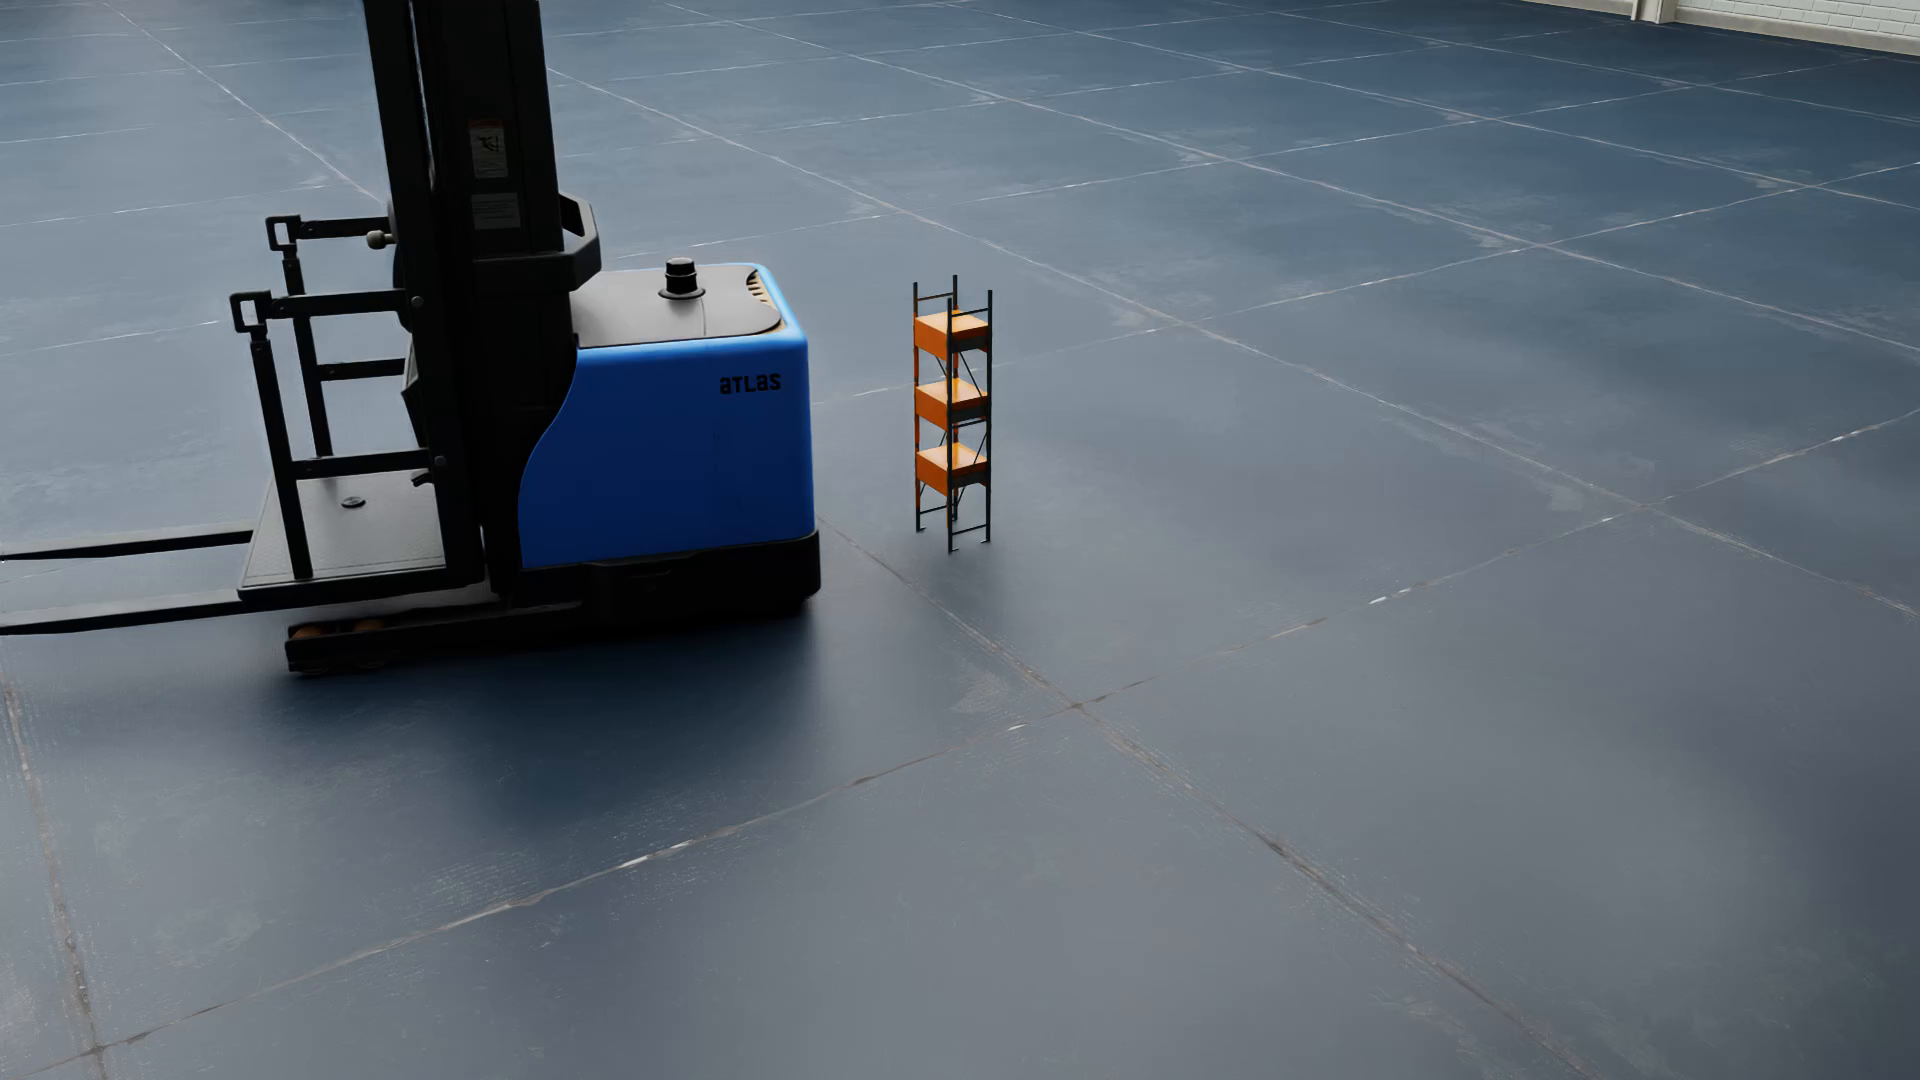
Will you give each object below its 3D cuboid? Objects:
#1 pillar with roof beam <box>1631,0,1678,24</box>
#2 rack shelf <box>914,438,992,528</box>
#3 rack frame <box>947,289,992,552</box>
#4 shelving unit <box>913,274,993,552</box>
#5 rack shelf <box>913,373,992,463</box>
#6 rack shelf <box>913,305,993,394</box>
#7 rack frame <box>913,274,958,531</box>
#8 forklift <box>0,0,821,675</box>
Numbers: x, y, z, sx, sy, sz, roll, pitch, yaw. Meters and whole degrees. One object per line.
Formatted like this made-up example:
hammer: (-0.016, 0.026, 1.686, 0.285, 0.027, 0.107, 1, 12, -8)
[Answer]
pillar with roof beam: (4.704, -9.299, 15.908, 9.100, 9.000, 0.400, -16, 29, -30)
rack shelf: (-0.029, -0.233, 6.690, 0.215, 0.259, 0.240, -16, 29, -30)
rack frame: (0.037, -0.450, 6.474, 0.200, 1.050, 0.008, -16, 29, -30)
shelving unit: (-0.029, -0.494, 6.566, 0.215, 1.050, 0.252, -16, 29, -30)
rack shelf: (-0.029, -0.484, 6.571, 0.215, 0.259, 0.240, -16, 29, -30)
rack shelf: (-0.029, -0.741, 6.450, 0.215, 0.259, 0.240, -16, 29, -30)
rack frame: (-0.096, -0.538, 6.659, 0.200, 1.050, 0.008, -16, 29, -30)
forklift: (-2.094, -1.107, 5.662, 3.031, 2.935, 1.130, -6, 26, -13)
